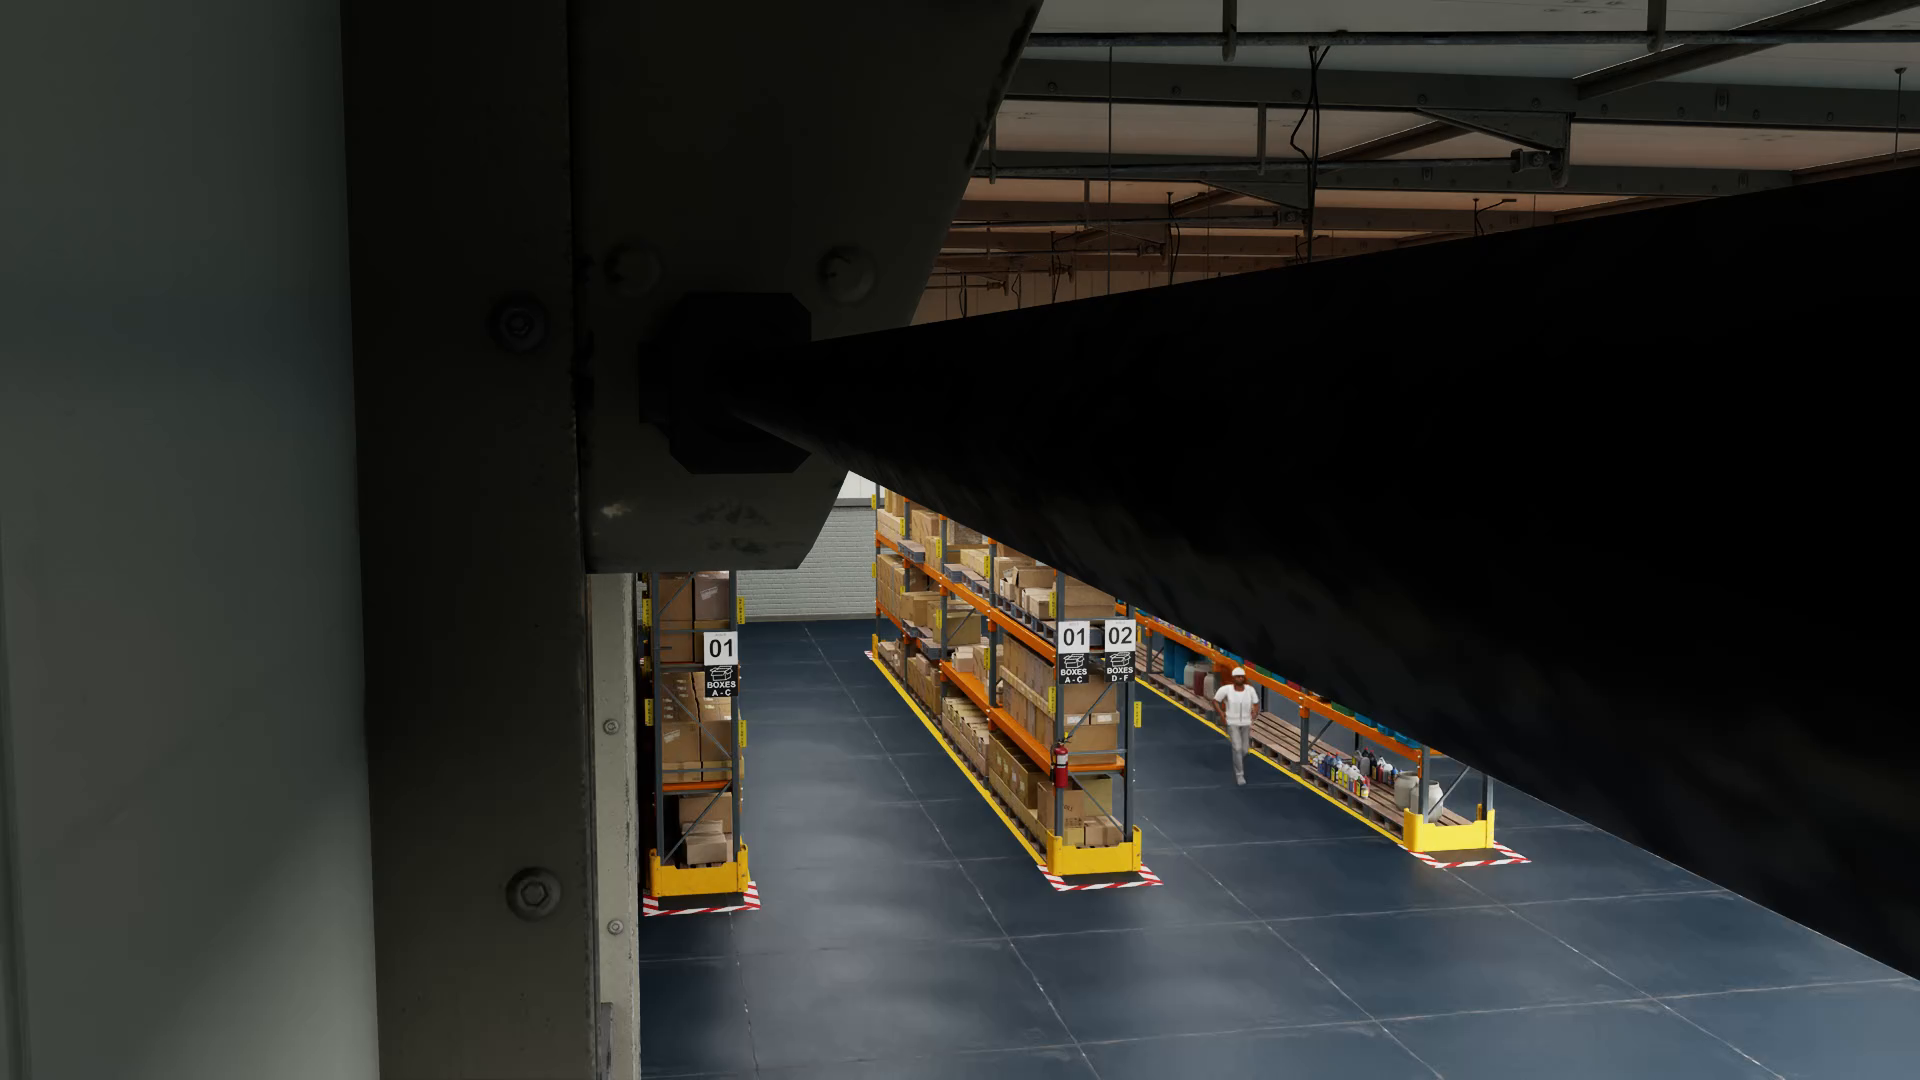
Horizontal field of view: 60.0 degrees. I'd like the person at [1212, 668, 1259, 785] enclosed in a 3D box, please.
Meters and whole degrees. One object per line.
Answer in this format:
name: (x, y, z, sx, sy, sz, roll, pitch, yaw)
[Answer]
person: (4.268, 2.828, 25.615, 0.706, 1.758, 0.791, -1, 6, -8)
